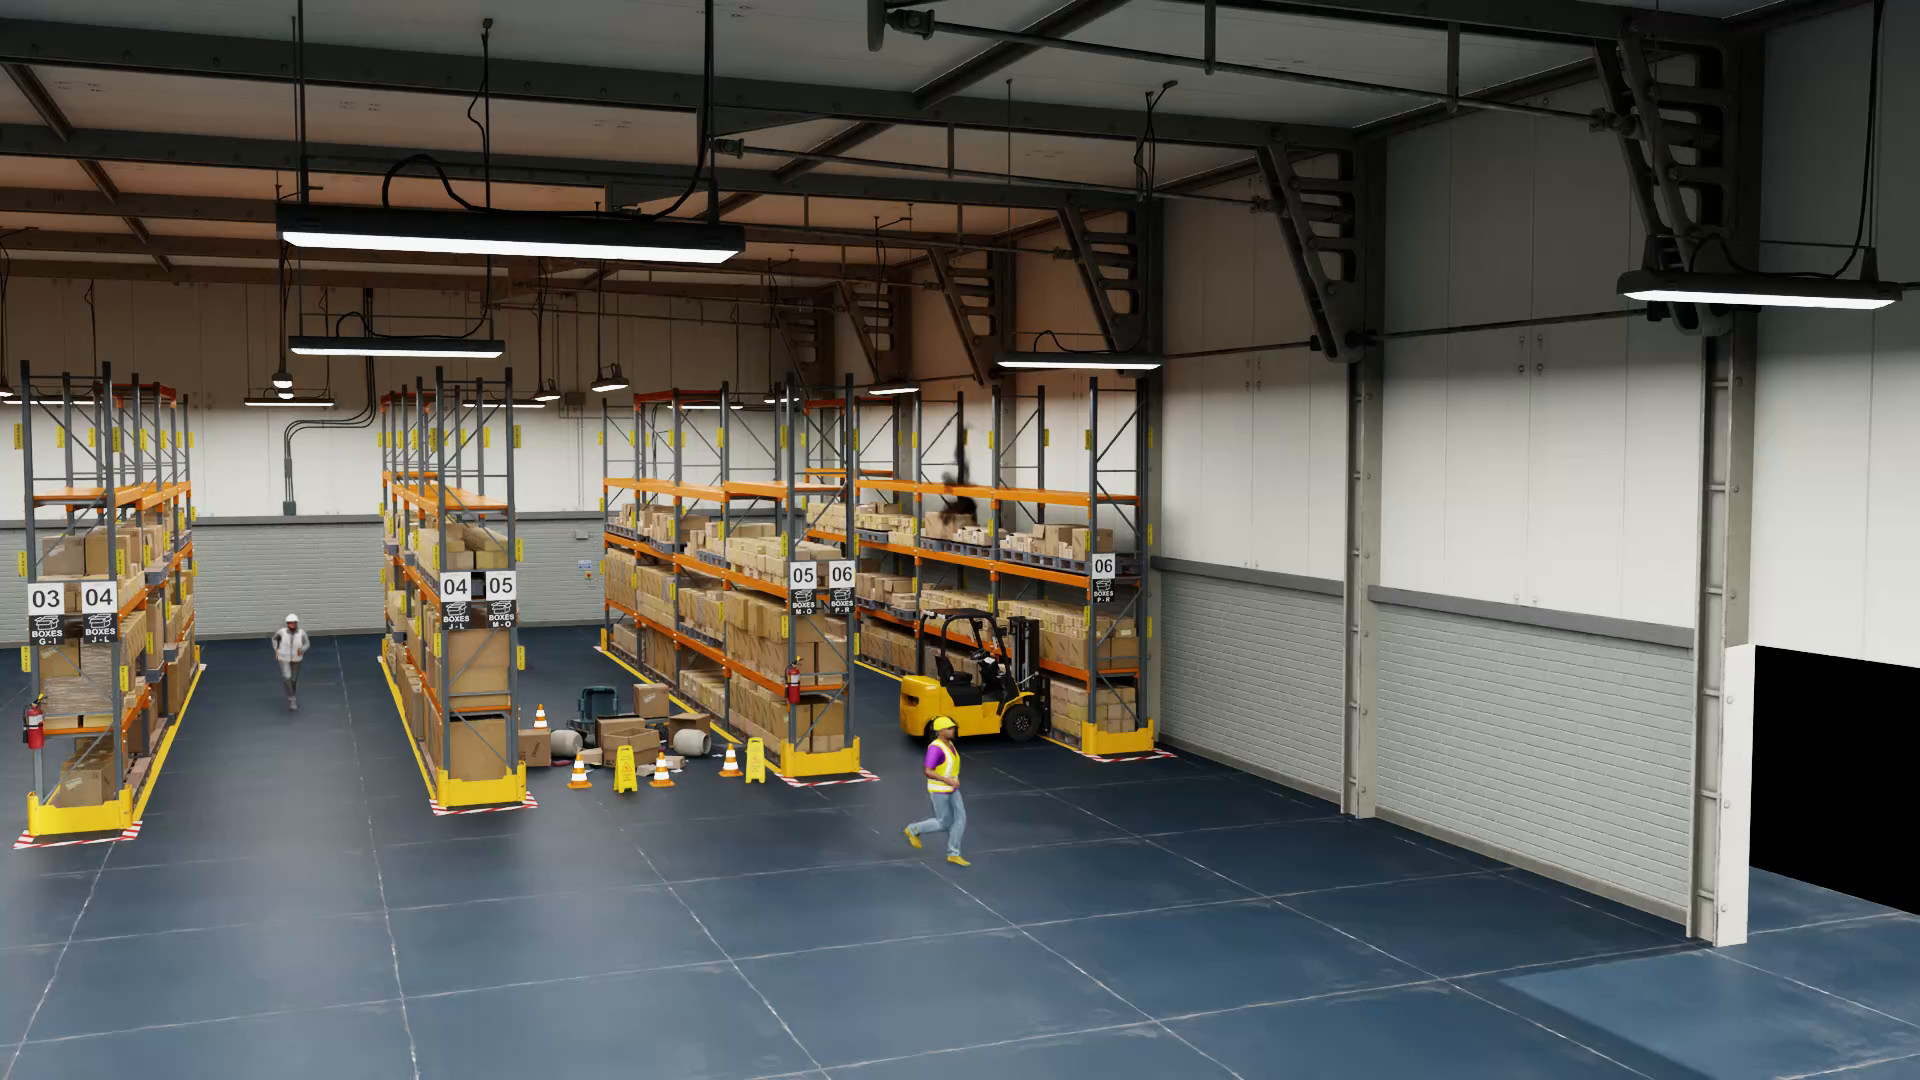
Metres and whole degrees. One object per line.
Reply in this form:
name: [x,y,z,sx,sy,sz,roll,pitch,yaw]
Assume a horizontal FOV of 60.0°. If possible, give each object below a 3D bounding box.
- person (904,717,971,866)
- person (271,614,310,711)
person: [-0.243,2.965,19.704,0.825,1.764,0.709,1,4,23]
person: [-12.517,2.251,31.116,0.658,1.783,0.951,-2,4,-29]
